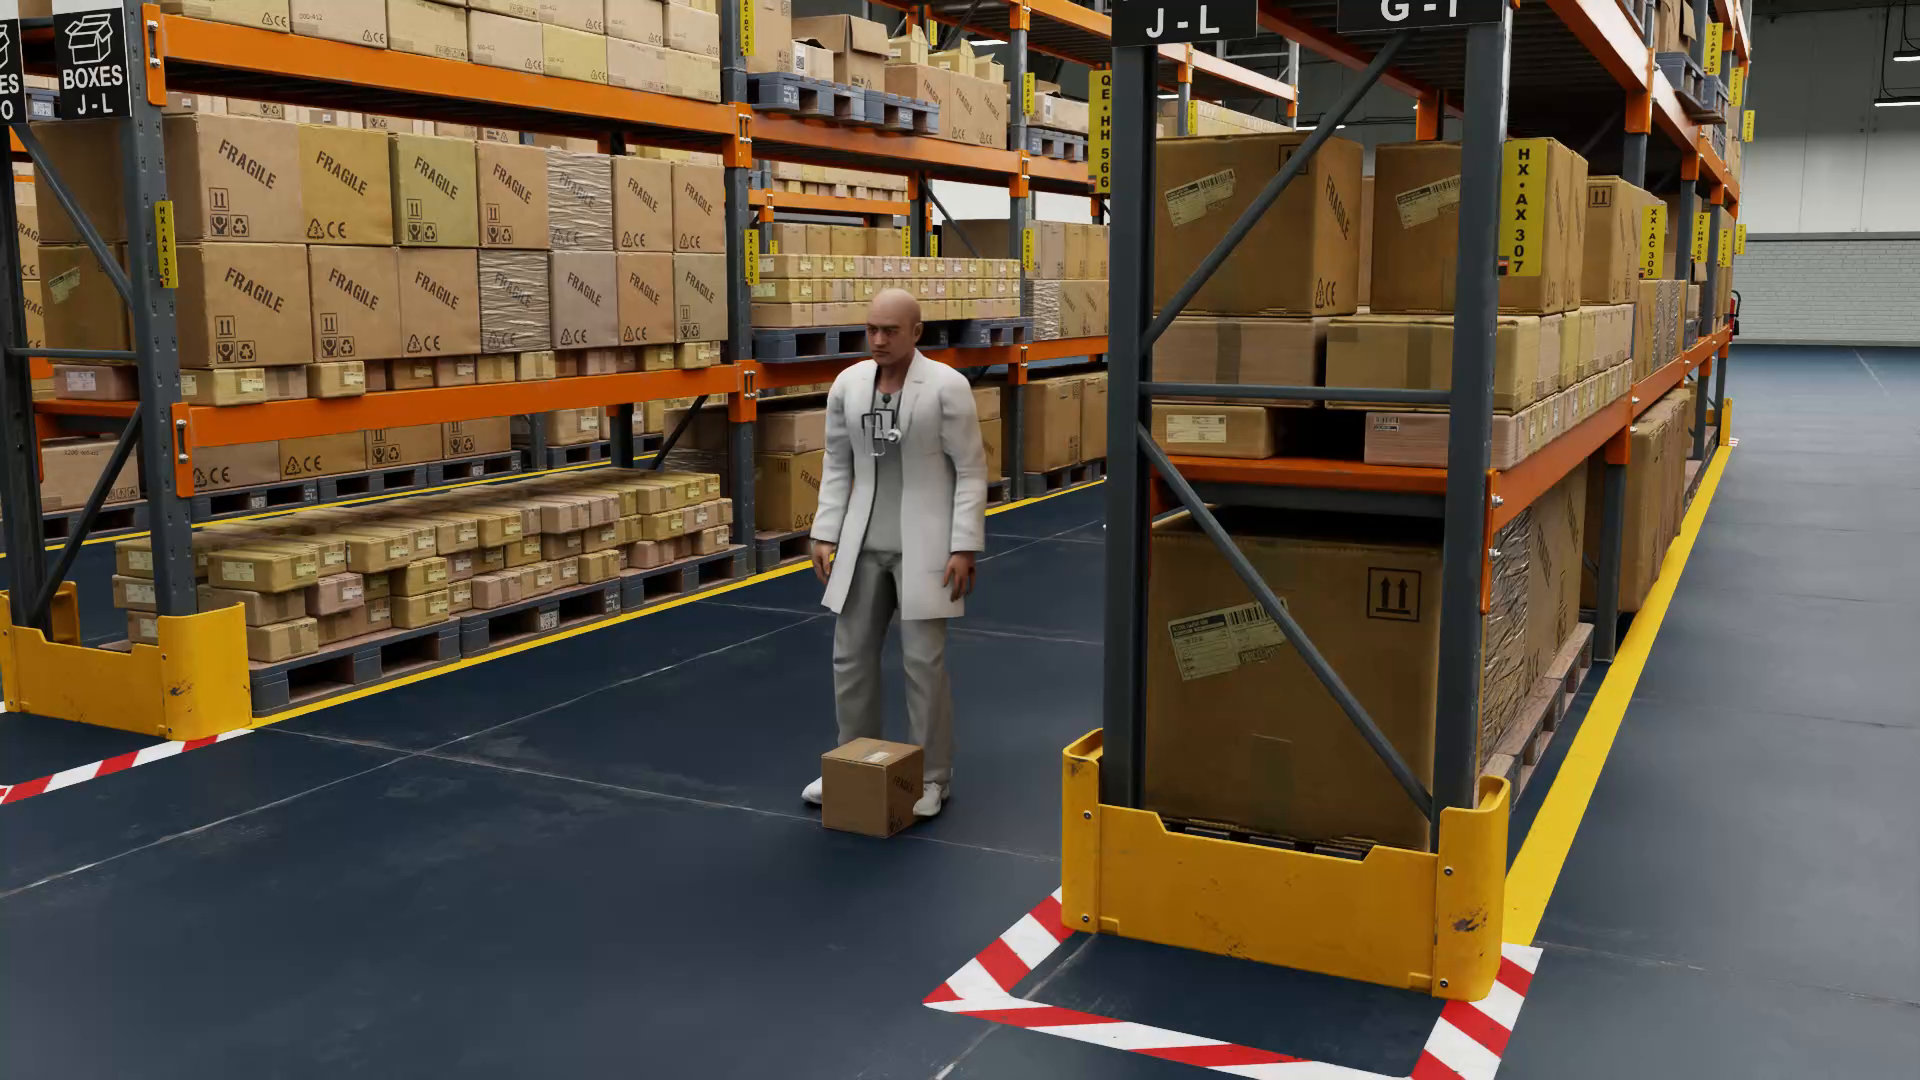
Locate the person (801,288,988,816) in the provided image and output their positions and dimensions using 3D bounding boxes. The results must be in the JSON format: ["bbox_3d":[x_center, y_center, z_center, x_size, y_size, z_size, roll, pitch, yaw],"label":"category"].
[{"bbox_3d":[-0.216,0.036,5.680,0.649,1.774,0.420,4,10,24],"label":"person"}]
